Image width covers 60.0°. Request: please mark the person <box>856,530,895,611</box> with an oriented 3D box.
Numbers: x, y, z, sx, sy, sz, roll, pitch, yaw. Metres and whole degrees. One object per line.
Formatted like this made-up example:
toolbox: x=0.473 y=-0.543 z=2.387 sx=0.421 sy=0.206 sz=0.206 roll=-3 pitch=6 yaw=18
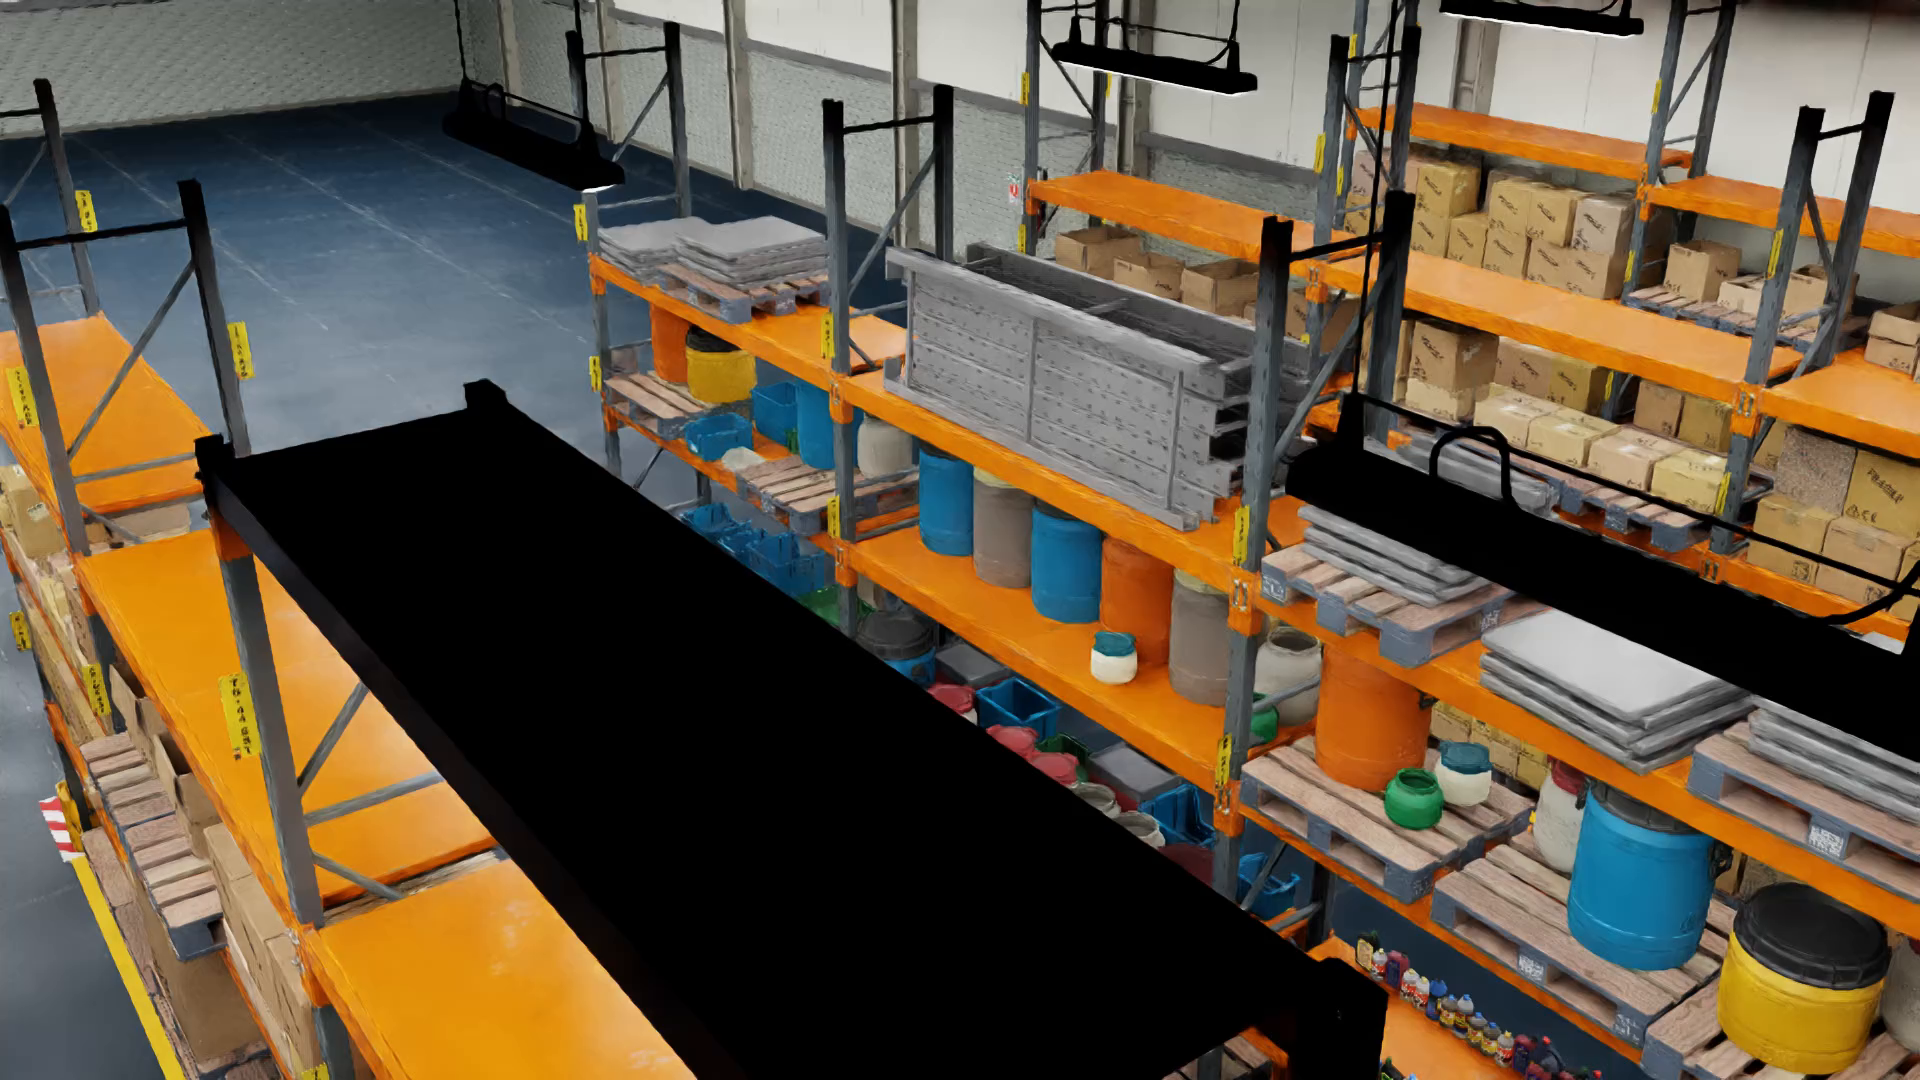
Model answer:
person: x=-0.893 y=0.188 z=16.565 sx=0.568 sy=1.677 sz=0.942 roll=-9 pitch=26 yaw=-18
